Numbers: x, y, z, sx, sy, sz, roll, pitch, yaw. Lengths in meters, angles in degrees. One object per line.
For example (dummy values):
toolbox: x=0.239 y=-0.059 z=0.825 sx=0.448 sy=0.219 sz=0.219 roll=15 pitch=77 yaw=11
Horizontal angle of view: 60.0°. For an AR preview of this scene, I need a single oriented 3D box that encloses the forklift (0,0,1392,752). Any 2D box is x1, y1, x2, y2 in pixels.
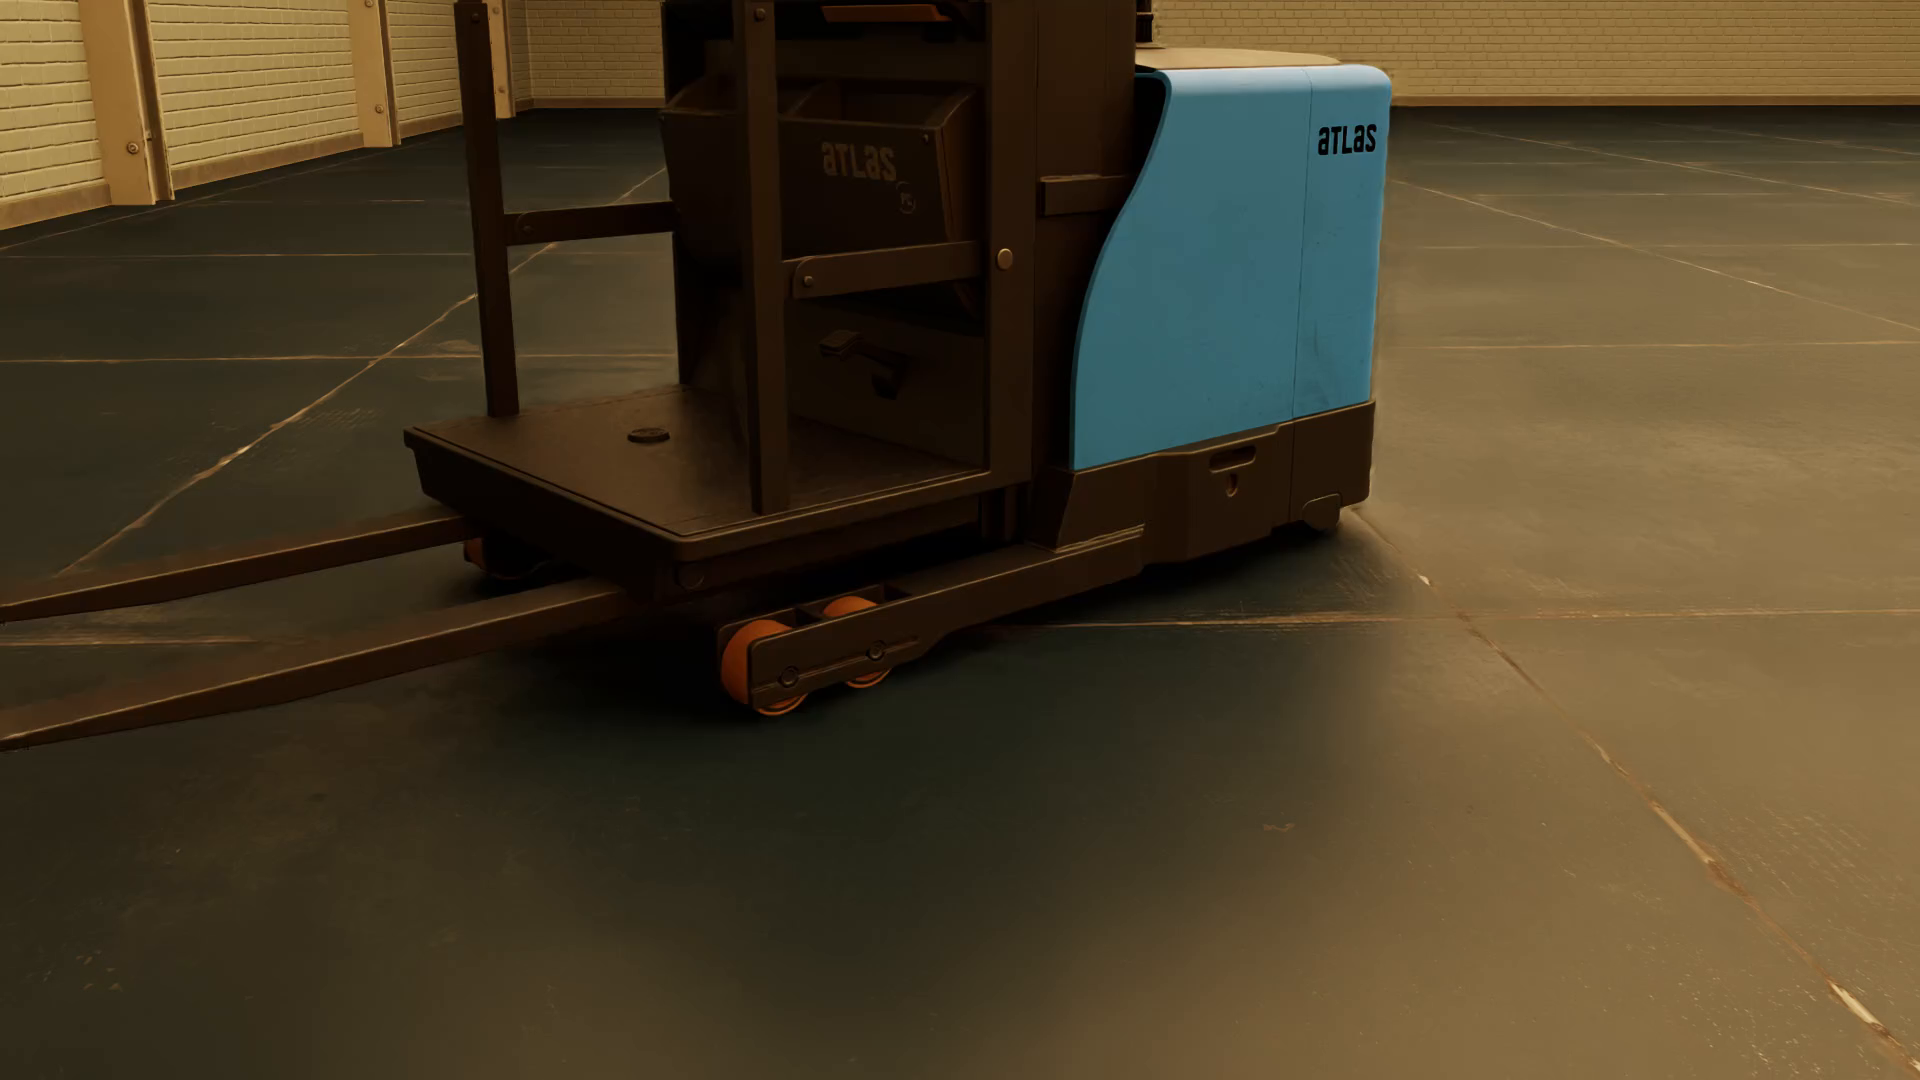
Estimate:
forklift: x=-0.452 y=-1.266 z=3.046 sx=3.031 sy=2.935 sz=1.130 roll=-14 pitch=22 yaw=-39
